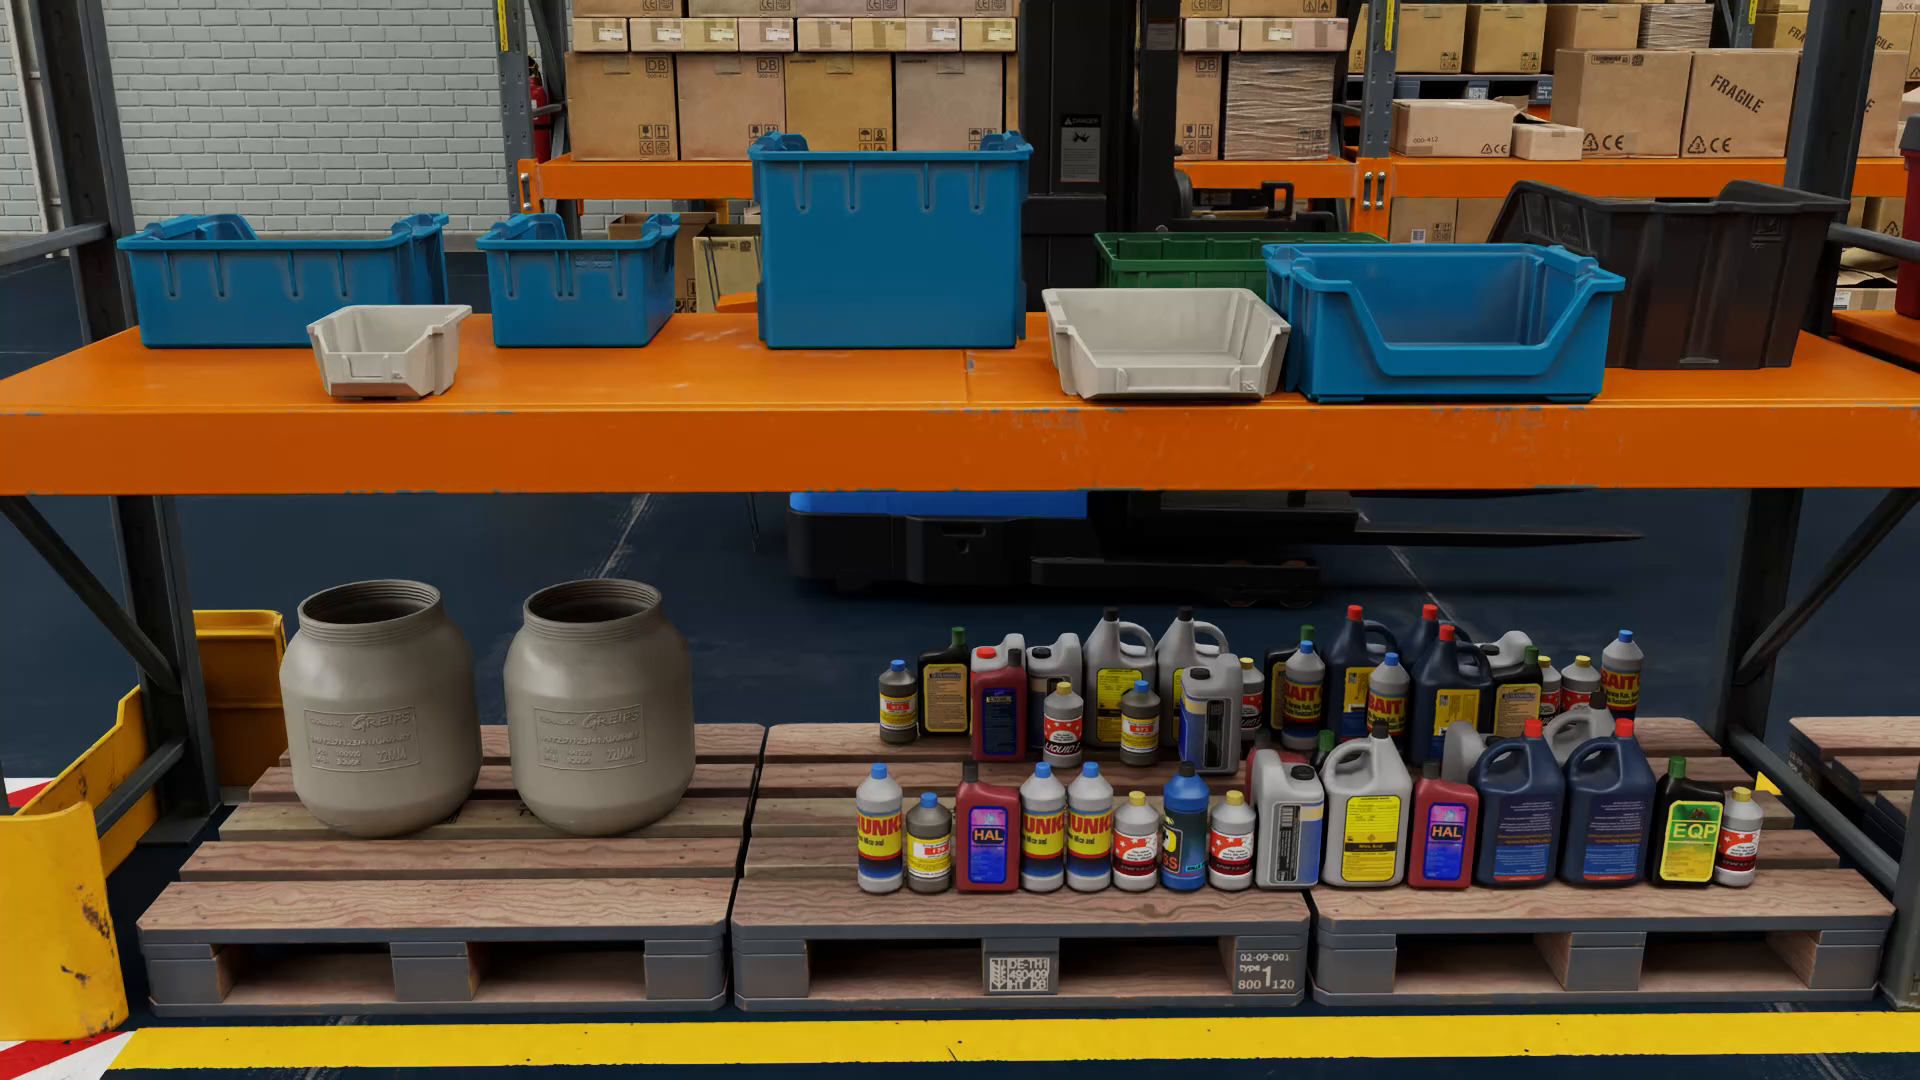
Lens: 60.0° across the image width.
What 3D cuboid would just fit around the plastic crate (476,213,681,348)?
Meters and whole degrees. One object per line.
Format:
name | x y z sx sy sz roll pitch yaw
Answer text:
plastic crate | -0.842 -0.600 3.750 0.408 0.251 0.499 0 18 -1

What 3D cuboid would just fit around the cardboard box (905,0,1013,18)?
cardboard box | -0.011 -2.762 7.958 0.500 0.500 0.700 0 18 -1

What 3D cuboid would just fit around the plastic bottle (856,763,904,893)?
plastic bottle | -0.169 0.601 3.511 0.097 0.271 0.097 0 18 0

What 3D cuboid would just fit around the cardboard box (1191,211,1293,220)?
cardboard box | 1.470 -1.449 8.739 0.500 0.500 0.500 0 18 -1

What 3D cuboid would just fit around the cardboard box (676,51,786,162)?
cardboard box | -1.069 -2.138 8.139 0.500 0.500 0.700 0 18 1

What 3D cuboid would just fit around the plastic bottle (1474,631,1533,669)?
plastic bottle | 1.364 0.370 4.221 0.135 0.276 0.152 0 18 1

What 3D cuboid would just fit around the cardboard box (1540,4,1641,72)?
cardboard box | 4.828 -3.881 12.850 0.500 0.500 0.700 -2 18 -6

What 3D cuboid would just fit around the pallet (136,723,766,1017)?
pallet | -1.099 0.735 3.910 1.213 0.211 1.003 0 18 -1

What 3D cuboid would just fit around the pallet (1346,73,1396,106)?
pallet | 2.623 -3.488 12.825 1.213 0.211 1.003 0 18 -1

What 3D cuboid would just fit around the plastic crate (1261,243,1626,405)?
plastic crate | 0.910 -0.436 3.238 0.616 0.251 0.499 0 18 -1

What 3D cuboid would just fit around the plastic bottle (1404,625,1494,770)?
plastic bottle | 1.201 0.378 4.074 0.185 0.351 0.144 0 18 -1

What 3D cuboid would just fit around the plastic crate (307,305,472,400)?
plastic crate | -1.087 -0.356 3.178 0.250 0.136 0.298 0 18 -1

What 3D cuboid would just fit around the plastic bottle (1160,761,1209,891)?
plastic bottle | 0.476 0.598 3.520 0.097 0.271 0.097 0 18 0

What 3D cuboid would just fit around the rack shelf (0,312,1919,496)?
rack shelf | 0.013 -0.242 3.571 4.000 0.370 1.077 0 18 -1

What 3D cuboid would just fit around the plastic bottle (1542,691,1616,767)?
plastic bottle | 1.371 0.504 3.681 0.185 0.351 0.144 0 18 -1

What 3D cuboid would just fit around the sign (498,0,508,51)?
sign | -2.058 -2.369 7.474 0.005 0.325 0.100 0 18 -1

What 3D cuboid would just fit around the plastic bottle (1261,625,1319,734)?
plastic bottle | 0.845 0.355 4.256 0.133 0.283 0.061 1 18 2

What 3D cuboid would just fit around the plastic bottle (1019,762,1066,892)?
plastic bottle | 0.174 0.599 3.516 0.097 0.271 0.097 0 18 0

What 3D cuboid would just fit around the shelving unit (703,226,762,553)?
shelving unit | -0.773 -0.564 6.318 0.189 1.200 0.258 -7 18 -1

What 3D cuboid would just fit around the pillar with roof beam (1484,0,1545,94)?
pillar with roof beam | 4.610 -5.439 8.772 0.400 9.000 9.100 0 18 -1

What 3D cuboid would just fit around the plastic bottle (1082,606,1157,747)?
plastic bottle | 0.399 0.338 4.199 0.185 0.351 0.144 0 18 1

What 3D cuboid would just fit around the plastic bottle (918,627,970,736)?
plastic bottle | -0.041 0.360 4.242 0.133 0.283 0.061 0 18 0

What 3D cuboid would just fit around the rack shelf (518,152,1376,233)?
rack shelf | -0.061 -1.755 8.287 4.000 0.370 1.077 0 18 -1

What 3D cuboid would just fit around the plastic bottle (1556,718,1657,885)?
plastic bottle | 1.373 0.548 3.544 0.185 0.351 0.144 -1 18 -2

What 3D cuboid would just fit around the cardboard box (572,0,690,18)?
cardboard box | -1.541 -2.752 7.929 0.500 0.500 0.700 0 18 -1

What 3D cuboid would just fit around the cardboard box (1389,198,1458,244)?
cardboard box | 3.619 -2.656 13.289 0.500 0.500 0.700 0 18 0

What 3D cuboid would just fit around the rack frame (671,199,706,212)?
rack frame | -2.143 -3.601 12.863 0.127 3.000 1.000 0 18 -1

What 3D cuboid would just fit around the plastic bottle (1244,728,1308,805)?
plastic bottle | 0.694 0.550 3.649 0.133 0.283 0.061 0 18 -1

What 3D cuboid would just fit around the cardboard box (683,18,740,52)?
cardboard box | -1.152 -2.384 7.842 0.250 0.149 0.380 0 18 -1

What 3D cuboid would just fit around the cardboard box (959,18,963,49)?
cardboard box | 0.118 -2.513 8.246 0.250 0.149 0.380 0 18 -1

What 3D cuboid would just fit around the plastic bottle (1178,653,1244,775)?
plastic bottle | 0.613 0.418 4.073 0.135 0.276 0.152 0 18 -1

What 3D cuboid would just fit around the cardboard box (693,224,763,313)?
cardboard box | -1.022 -1.274 8.194 0.500 0.500 0.500 0 18 -1

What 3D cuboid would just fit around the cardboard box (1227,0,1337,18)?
cardboard box | 1.495 -2.769 7.981 0.500 0.500 0.700 0 18 -1

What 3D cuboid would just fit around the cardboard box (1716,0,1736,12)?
cardboard box | 6.305 -4.277 13.059 0.500 0.250 0.500 0 18 1

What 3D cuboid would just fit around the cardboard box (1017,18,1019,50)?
cardboard box | 0.400 -2.392 7.867 0.250 0.149 0.380 0 18 1

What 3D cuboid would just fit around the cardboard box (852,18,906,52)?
cardboard box | -0.378 -2.388 7.854 0.250 0.149 0.380 -1 18 -2

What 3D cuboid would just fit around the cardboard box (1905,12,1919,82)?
cardboard box | 7.366 -3.764 12.689 0.500 0.500 0.500 0 18 -1

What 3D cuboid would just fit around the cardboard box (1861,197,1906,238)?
cardboard box | 7.469 -2.782 13.141 0.750 0.750 0.750 0 18 -1

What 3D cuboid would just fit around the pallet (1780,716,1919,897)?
pallet | 2.797 0.717 3.965 1.213 0.211 1.003 0 18 -1

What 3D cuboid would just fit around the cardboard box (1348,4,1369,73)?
cardboard box | 2.925 -3.870 12.817 0.500 0.500 0.700 2 18 5

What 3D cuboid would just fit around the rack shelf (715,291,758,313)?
rack shelf | -0.810 -0.862 6.220 0.180 0.103 0.258 -7 18 -1

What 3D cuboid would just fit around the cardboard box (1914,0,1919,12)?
cardboard box | 7.351 -4.126 12.586 0.500 0.250 0.500 0 18 0

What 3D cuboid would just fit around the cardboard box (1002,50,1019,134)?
cardboard box | 0.466 -2.145 8.161 0.500 0.500 0.700 0 18 0

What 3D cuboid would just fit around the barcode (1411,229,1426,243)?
barcode | 2.200 -1.458 7.982 0.075 0.075 0.001 0 18 -1

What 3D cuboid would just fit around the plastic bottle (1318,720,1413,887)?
plastic bottle | 0.859 0.551 3.536 0.185 0.351 0.144 0 18 -1

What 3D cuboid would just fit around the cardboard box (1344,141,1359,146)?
cardboard box | 3.032 -3.009 13.160 0.500 0.250 0.500 -1 18 -2

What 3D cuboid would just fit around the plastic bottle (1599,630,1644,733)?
plastic bottle | 1.687 0.363 4.253 0.097 0.271 0.097 0 18 0

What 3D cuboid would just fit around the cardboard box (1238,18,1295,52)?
cardboard box | 1.423 -2.397 7.883 0.250 0.149 0.380 -1 18 -2

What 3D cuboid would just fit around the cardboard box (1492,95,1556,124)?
cardboard box | 2.815 -2.104 8.415 0.258 0.266 0.396 -1 18 -2

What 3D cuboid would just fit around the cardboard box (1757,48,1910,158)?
cardboard box | 4.260 -2.161 8.211 0.500 0.500 0.500 -1 18 -4

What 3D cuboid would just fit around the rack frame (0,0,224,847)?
rack frame | -1.987 -0.575 3.431 0.127 3.000 1.000 0 18 -1

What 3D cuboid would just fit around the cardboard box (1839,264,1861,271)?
cardboard box | 4.374 -1.365 8.787 0.500 0.311 0.500 -1 18 -2

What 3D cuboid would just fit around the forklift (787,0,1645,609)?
forklift | 0.921 -1.324 5.875 3.031 2.935 1.130 1 18 3
